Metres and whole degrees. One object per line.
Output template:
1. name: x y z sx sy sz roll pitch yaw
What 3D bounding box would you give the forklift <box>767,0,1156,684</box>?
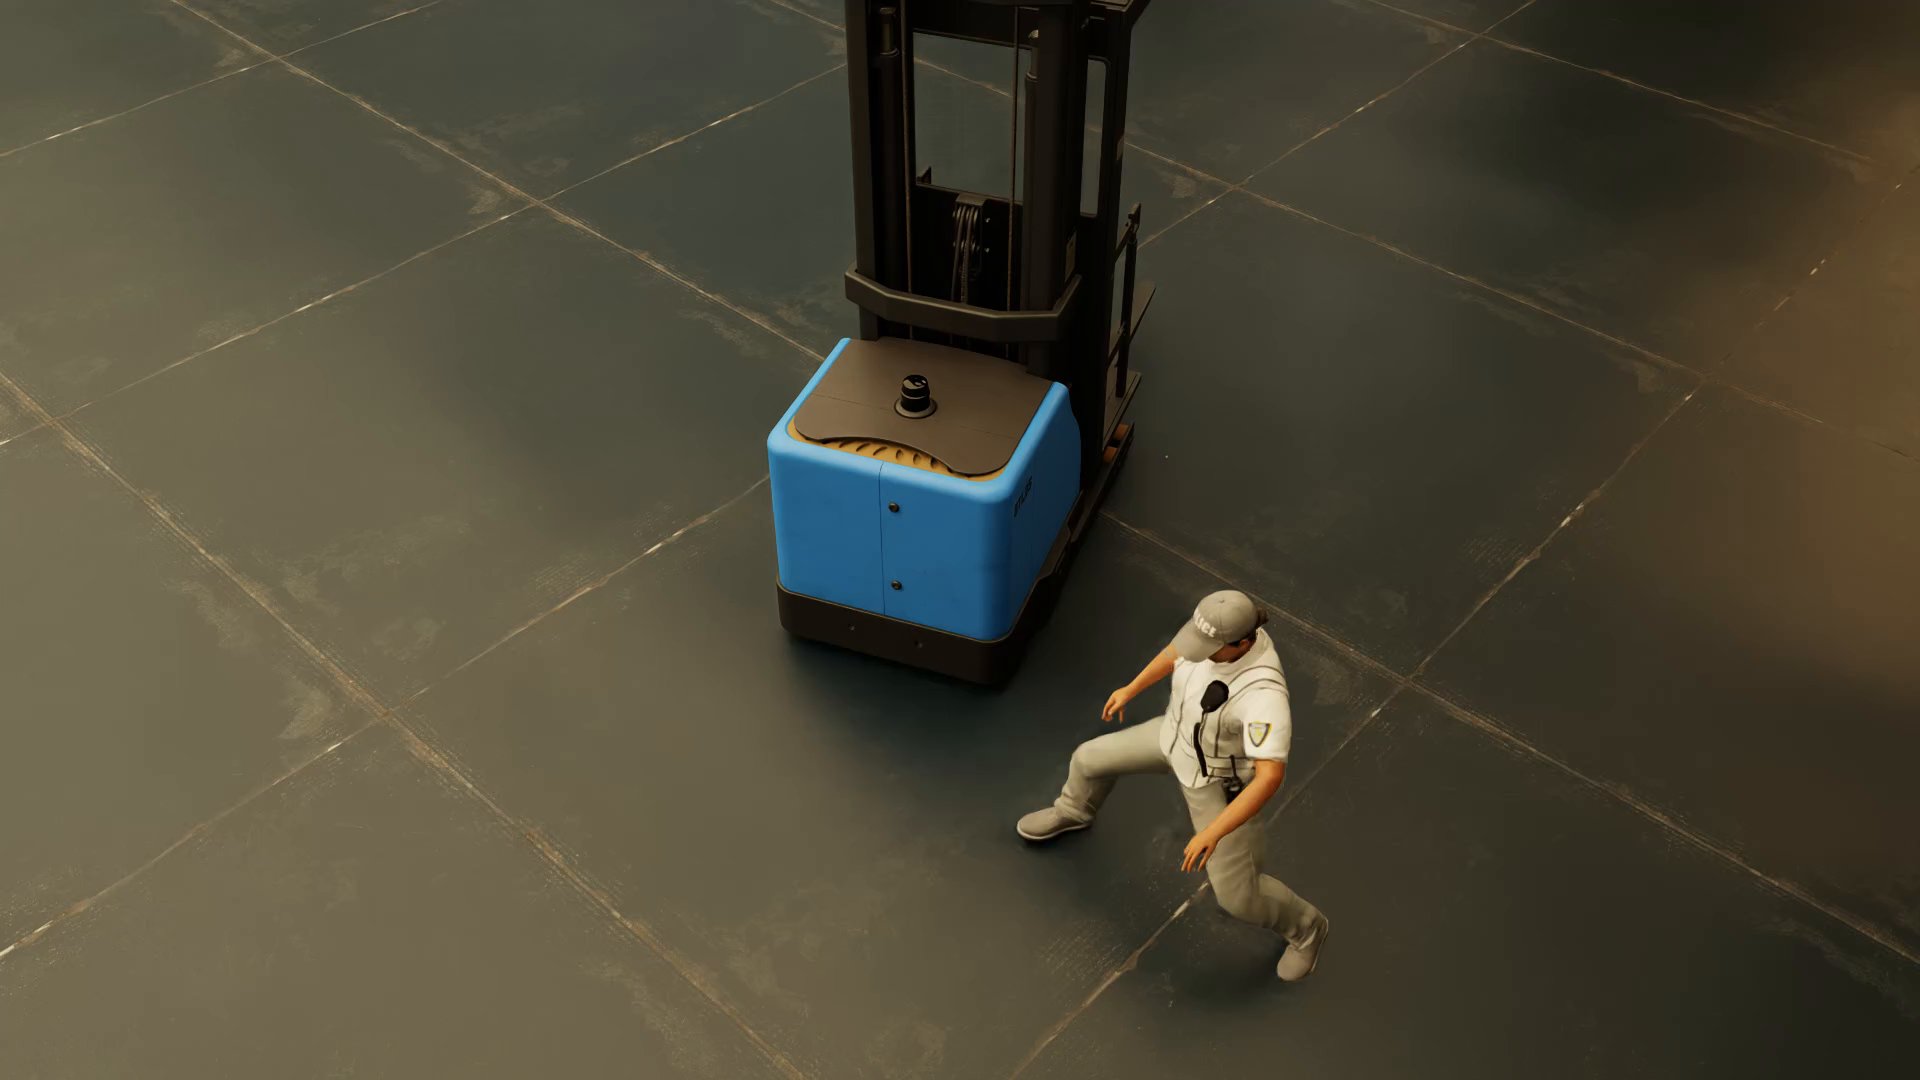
1. forklift: 0.211 -1.484 7.158 1.130 2.935 3.031 14 42 15

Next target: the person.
1. person: 0.785 0.761 5.680 0.910 1.519 0.976 -12 42 -14
